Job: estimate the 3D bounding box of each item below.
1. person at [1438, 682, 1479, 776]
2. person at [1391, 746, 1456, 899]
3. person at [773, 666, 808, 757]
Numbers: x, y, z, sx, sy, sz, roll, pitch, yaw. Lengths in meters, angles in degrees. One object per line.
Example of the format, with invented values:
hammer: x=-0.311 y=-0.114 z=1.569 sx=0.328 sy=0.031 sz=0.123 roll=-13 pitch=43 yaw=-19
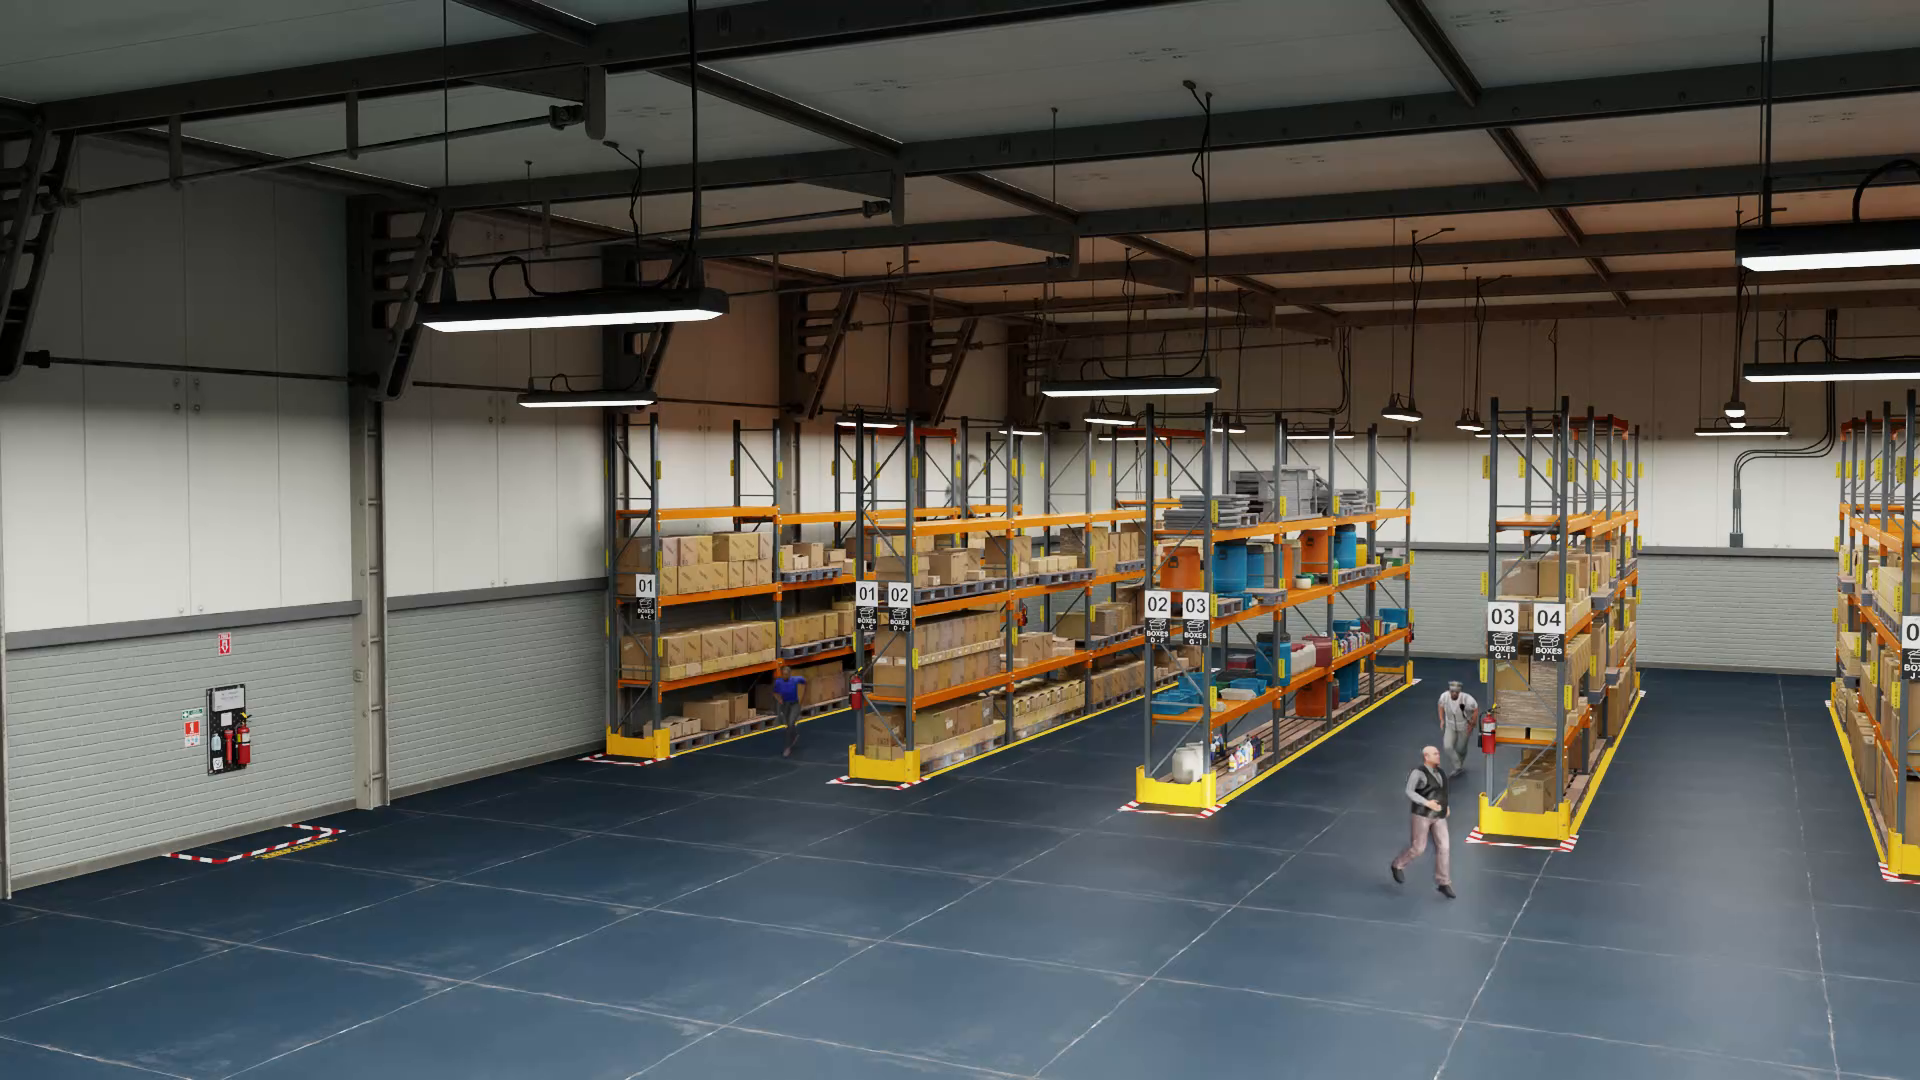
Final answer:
person: x=8.220 y=3.081 z=27.367 sx=0.670 sy=1.593 sz=1.004 roll=1 pitch=3 yaw=28
person: x=5.575 y=3.303 z=19.715 sx=0.699 sy=1.721 sz=0.976 roll=-1 pitch=3 yaw=-28
person: x=-2.986 y=3.010 z=29.496 sx=0.617 sy=1.601 sz=0.967 roll=0 pitch=2 yaw=5
